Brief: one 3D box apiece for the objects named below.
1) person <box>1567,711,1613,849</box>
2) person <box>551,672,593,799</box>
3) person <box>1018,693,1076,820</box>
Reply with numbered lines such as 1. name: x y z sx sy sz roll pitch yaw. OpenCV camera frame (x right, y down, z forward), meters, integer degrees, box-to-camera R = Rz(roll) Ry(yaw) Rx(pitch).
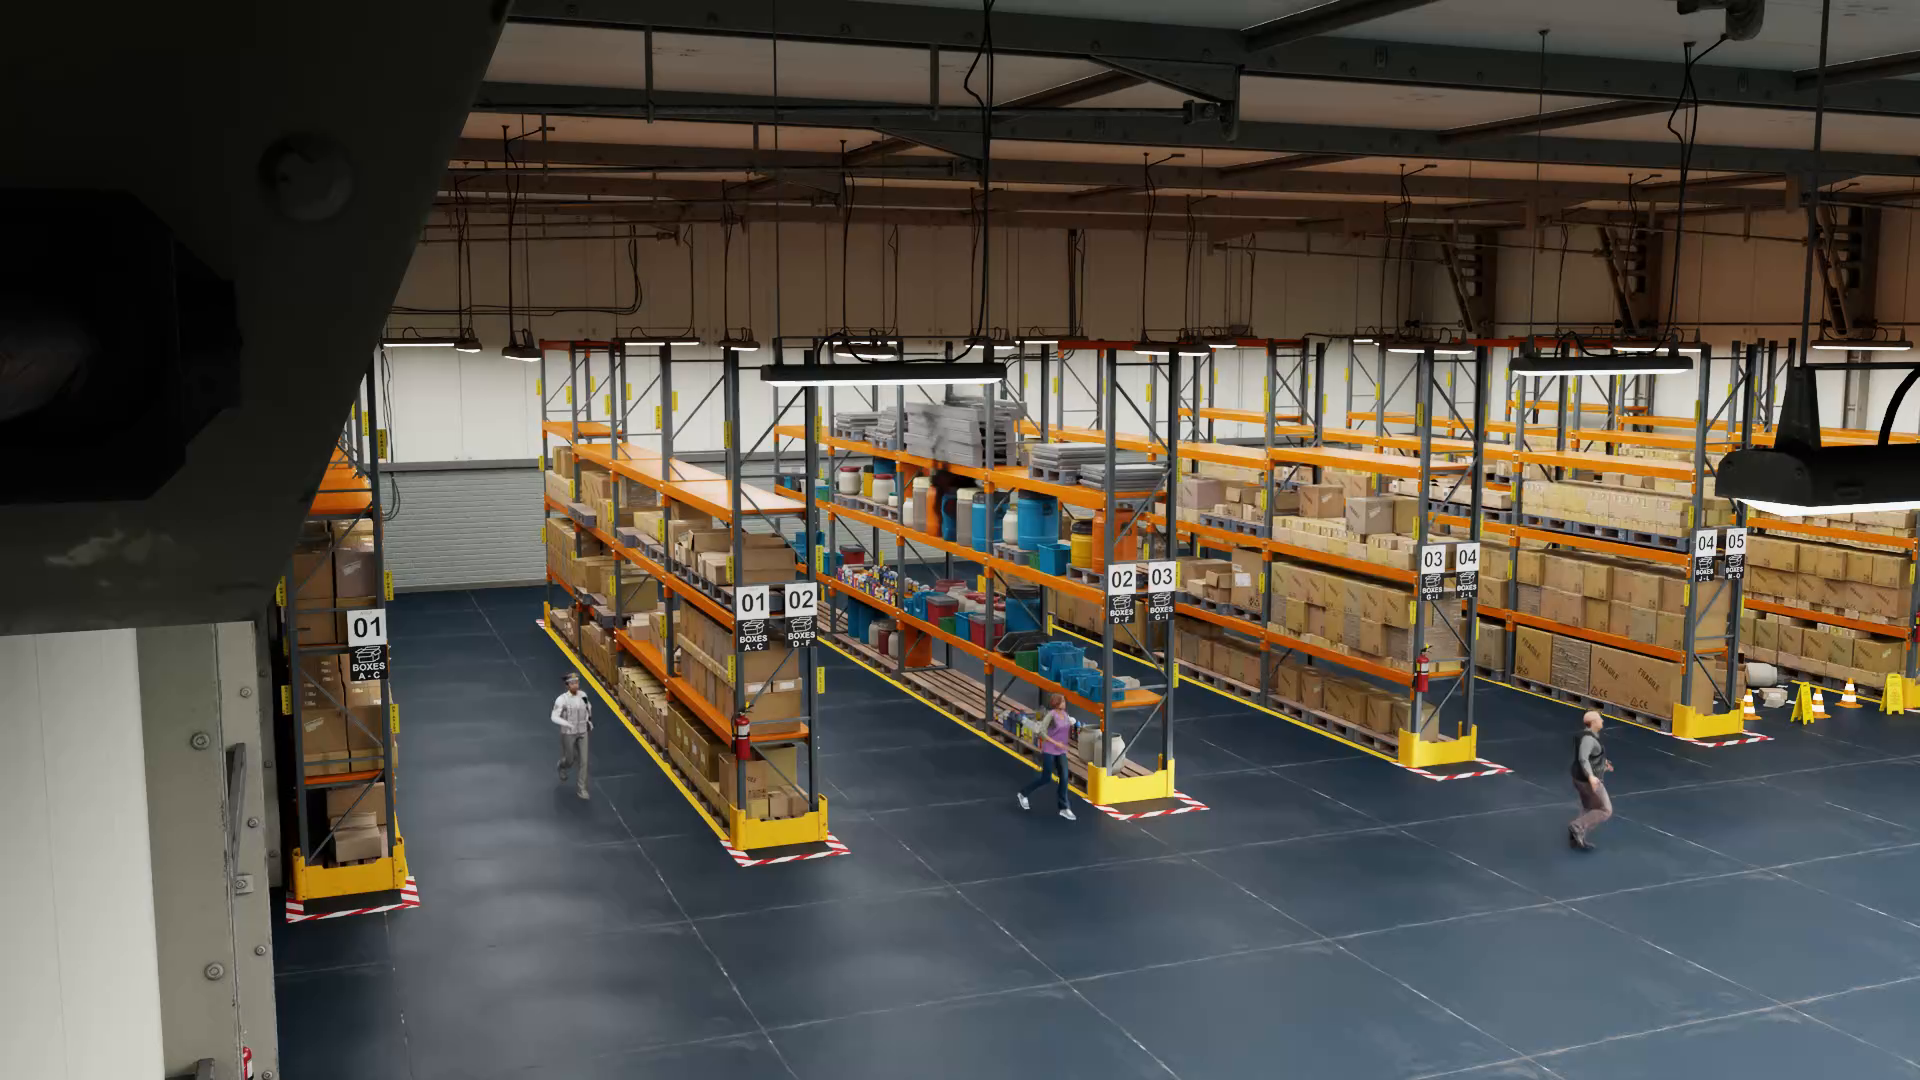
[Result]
1. person: 7.617 2.896 20.070 0.571 1.689 0.672 1 7 5
2. person: -5.179 2.590 22.355 0.618 1.668 0.890 -5 9 -35
3. person: 1.235 2.756 21.491 0.876 1.567 0.605 6 10 40
